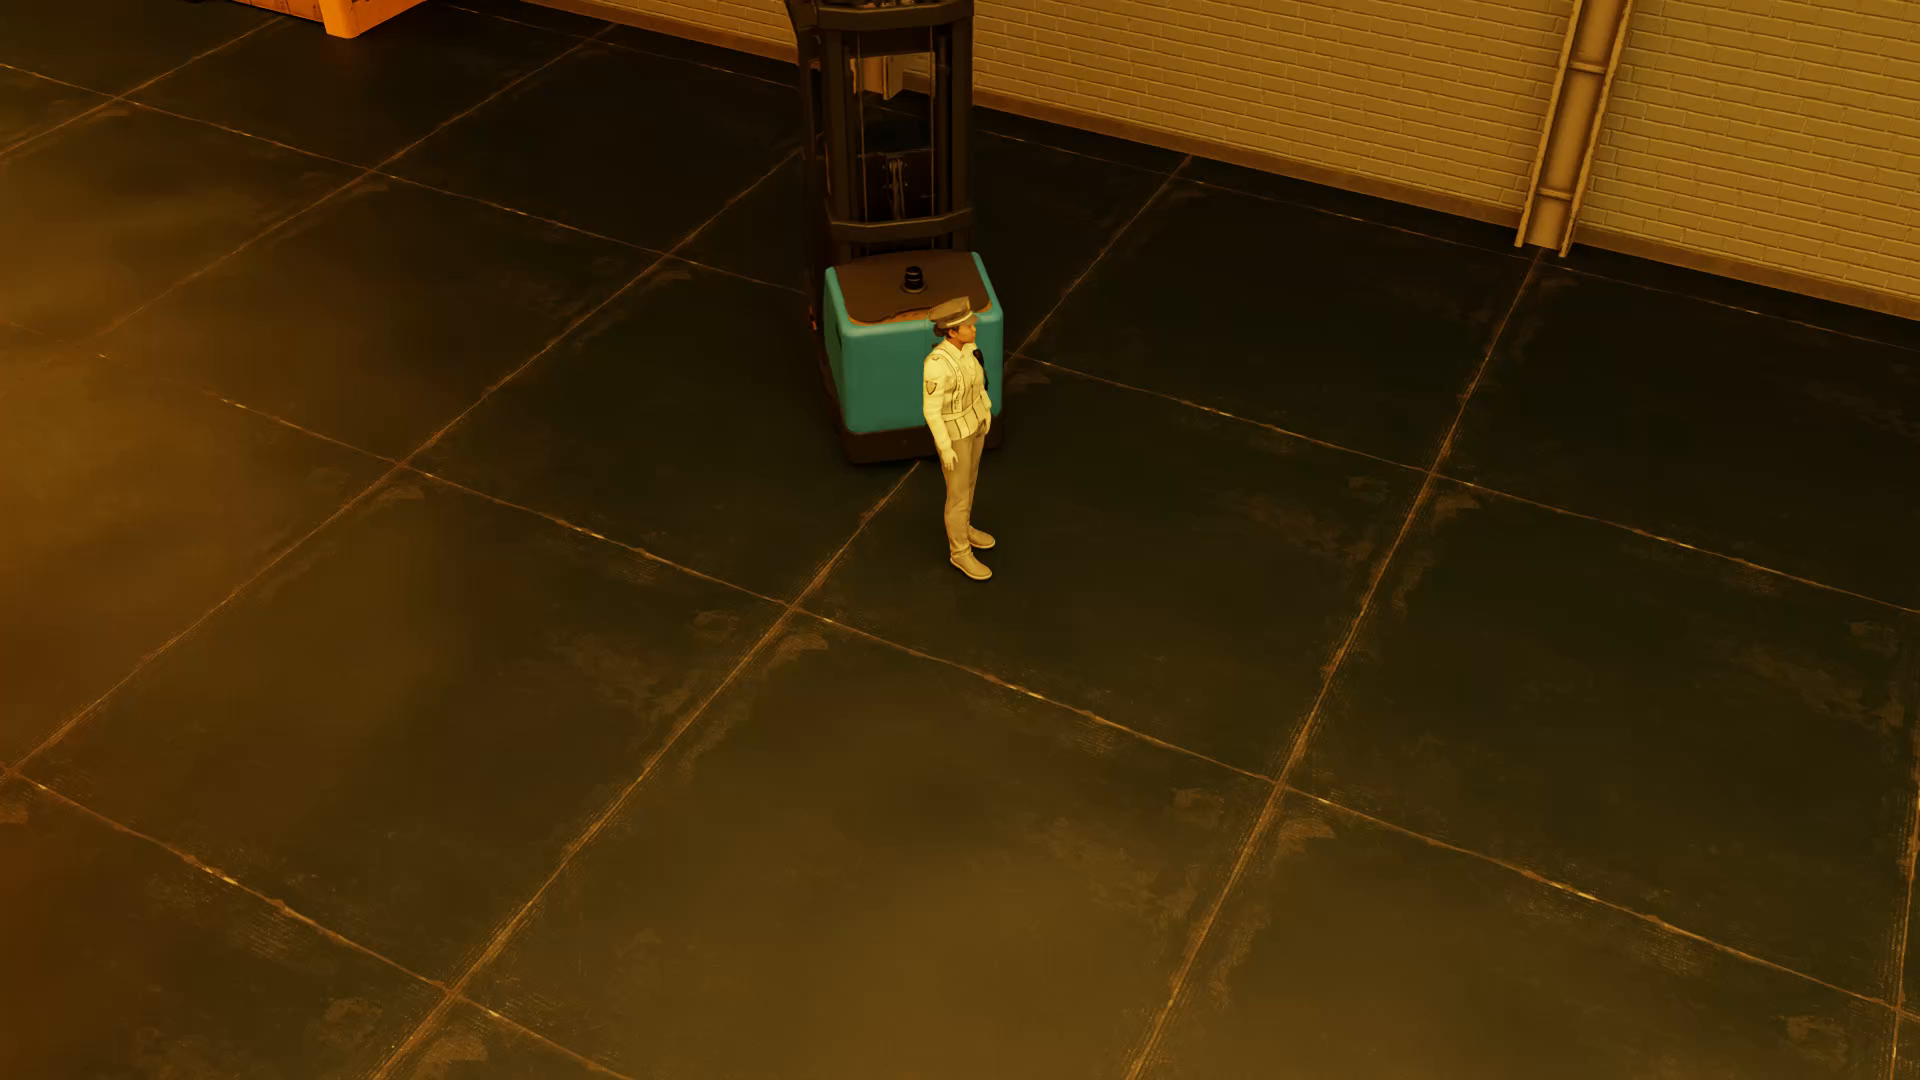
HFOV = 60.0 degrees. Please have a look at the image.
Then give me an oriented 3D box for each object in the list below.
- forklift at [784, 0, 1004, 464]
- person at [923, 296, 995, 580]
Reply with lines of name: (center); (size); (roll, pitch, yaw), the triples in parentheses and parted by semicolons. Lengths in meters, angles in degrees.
forklift: (-0.513, -2.568, 11.035); (1.130, 2.935, 3.031); (-8, 41, -9)
person: (0.058, -0.629, 9.682); (0.529, 1.694, 0.587); (18, 43, 21)
